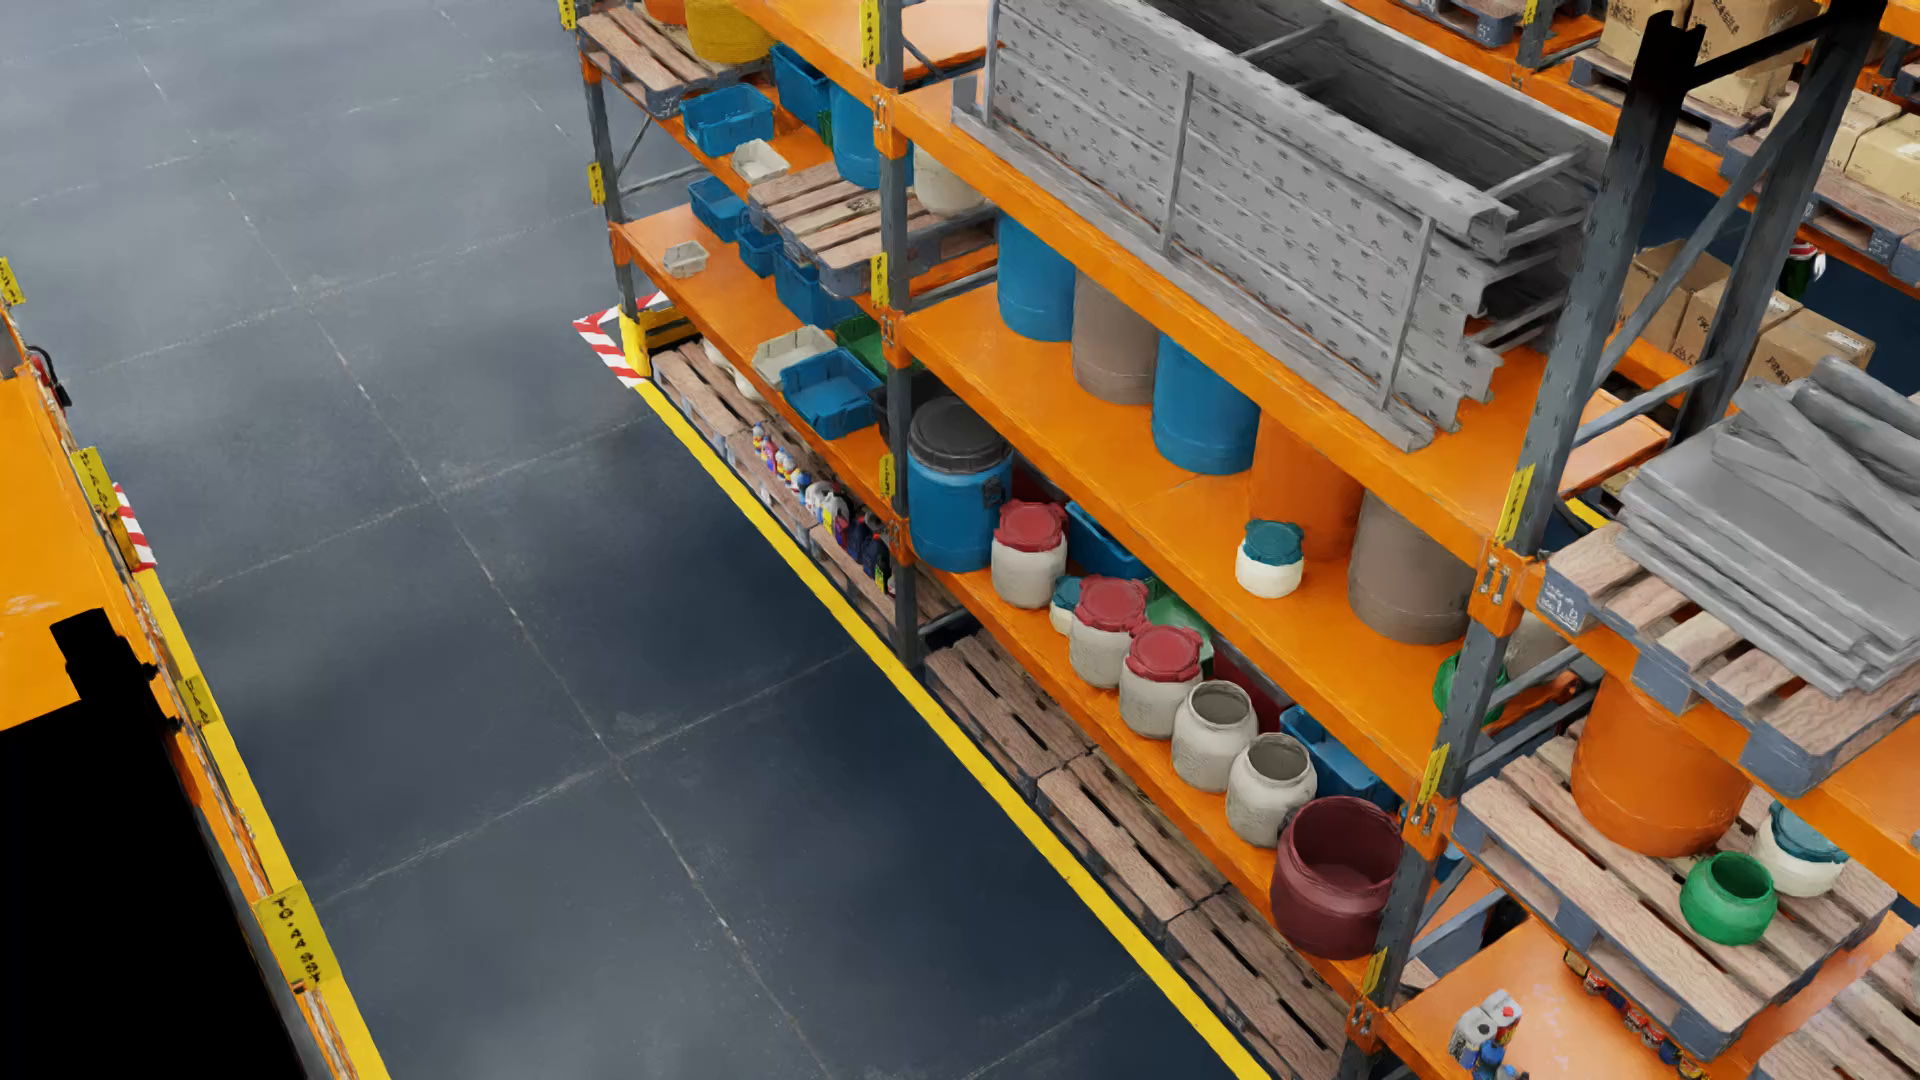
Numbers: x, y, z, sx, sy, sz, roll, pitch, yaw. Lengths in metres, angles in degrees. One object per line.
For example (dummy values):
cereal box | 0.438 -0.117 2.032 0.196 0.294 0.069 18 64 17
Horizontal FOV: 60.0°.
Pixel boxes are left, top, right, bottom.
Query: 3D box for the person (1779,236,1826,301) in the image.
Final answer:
person | 6.347 -2.192 12.799 0.606 1.791 0.442 18 46 19
